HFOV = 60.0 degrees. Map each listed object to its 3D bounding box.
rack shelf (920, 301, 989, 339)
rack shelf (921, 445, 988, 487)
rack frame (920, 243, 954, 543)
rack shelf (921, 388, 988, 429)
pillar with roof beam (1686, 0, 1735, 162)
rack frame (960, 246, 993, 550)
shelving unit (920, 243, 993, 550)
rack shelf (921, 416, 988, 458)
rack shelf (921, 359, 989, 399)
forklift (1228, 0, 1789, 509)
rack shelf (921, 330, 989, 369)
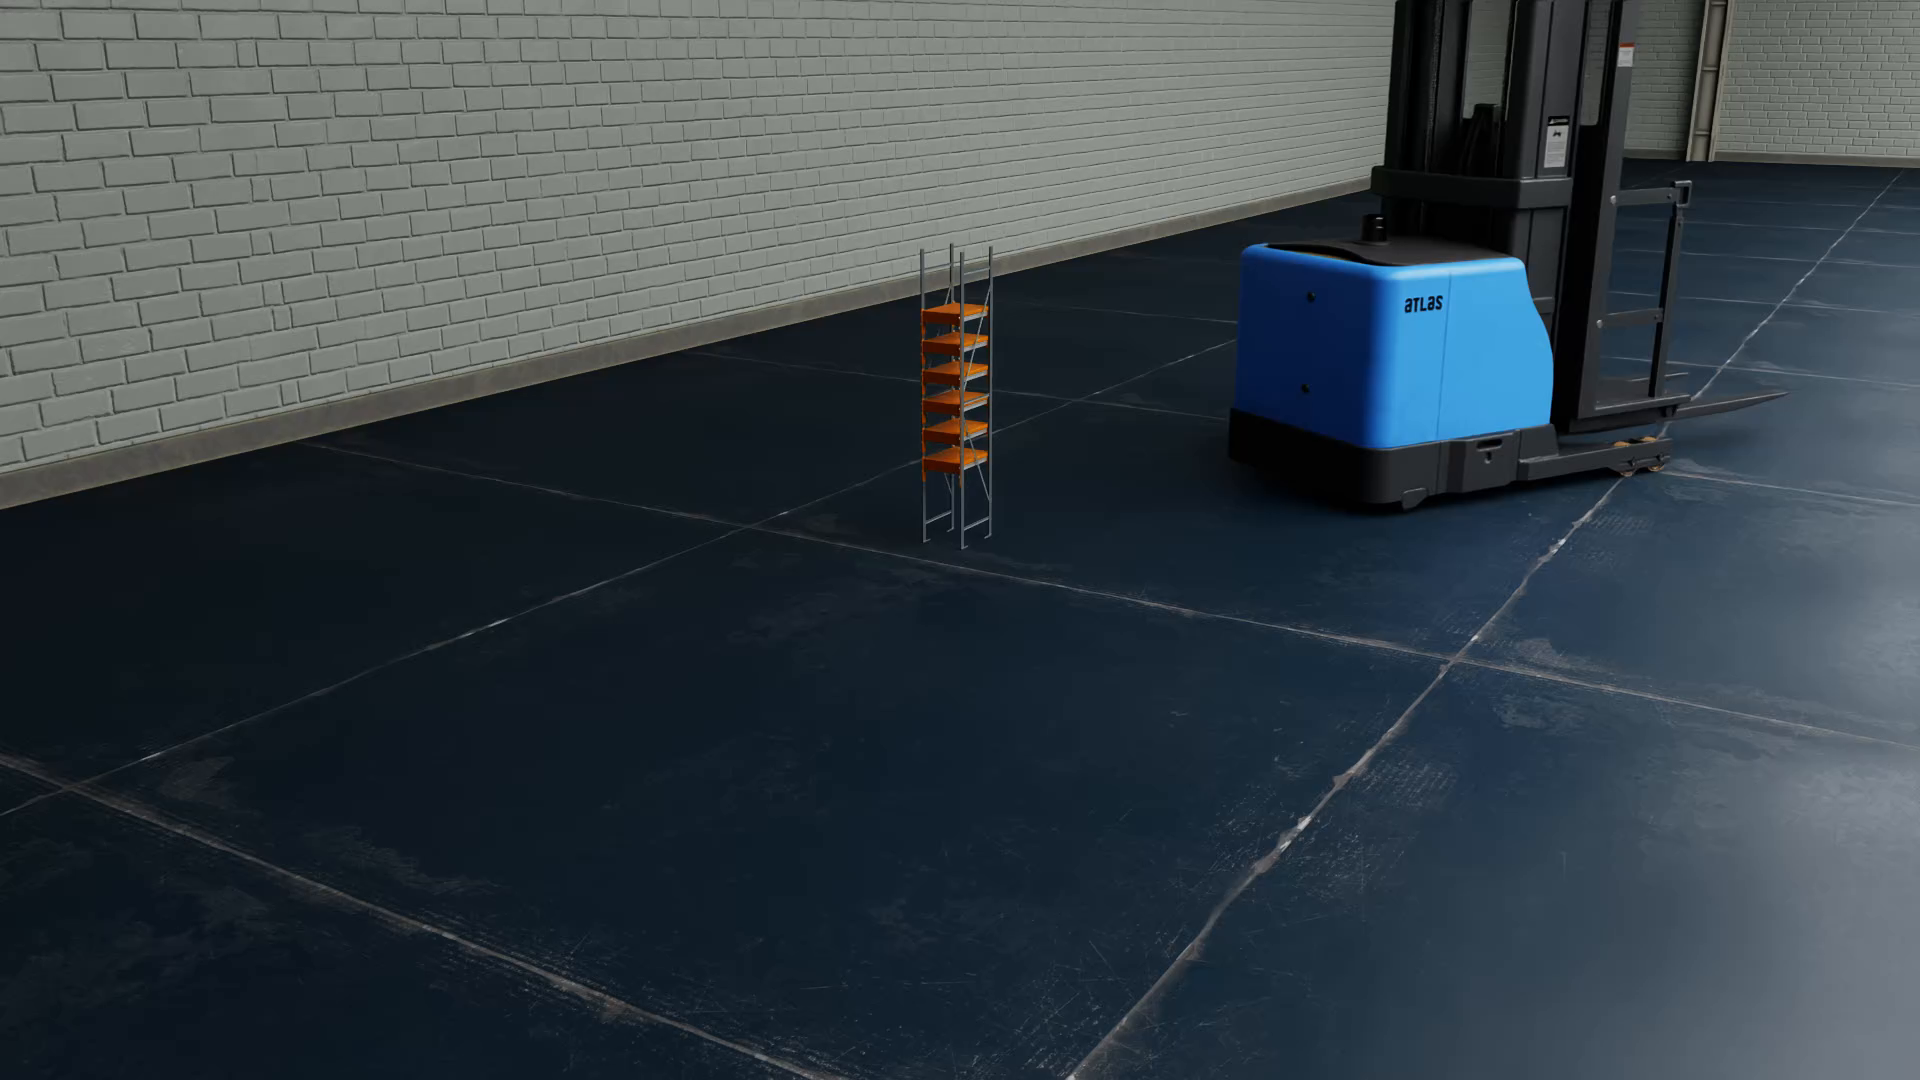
[{"bbox_3d":[-0.012,-0.878,6.622,0.180,0.103,0.258,10,20,30],"label":"rack shelf"},{"bbox_3d":[-0.012,-0.304,6.797,0.180,0.103,0.258,10,20,30],"label":"rack shelf"},{"bbox_3d":[-0.090,-0.590,6.760,0.006,1.200,0.240,10,20,30],"label":"rack frame"},{"bbox_3d":[-0.012,-0.534,6.727,0.180,0.103,0.258,10,20,30],"label":"rack shelf"},{"bbox_3d":[10.025,-9.531,22.777,0.400,9.000,9.100,10,20,30],"label":"pillar with roof beam"},{"bbox_3d":[0.066,-0.562,6.668,0.006,1.200,0.240,10,20,30],"label":"rack frame"},{"bbox_3d":[-0.012,-0.576,6.714,0.189,1.200,0.258,10,20,30],"label":"shelving unit"},{"bbox_3d":[-0.012,-0.419,6.762,0.180,0.103,0.258,10,20,30],"label":"rack shelf"},{"bbox_3d":[-0.012,-0.649,6.692,0.180,0.103,0.258,10,20,30],"label":"rack shelf"},{"bbox_3d":[2.820,-1.824,7.844,3.031,2.935,1.130,-9,19,-28],"label":"forklift"},{"bbox_3d":[-0.012,-0.763,6.657,0.180,0.103,0.258,10,20,30],"label":"rack shelf"}]
